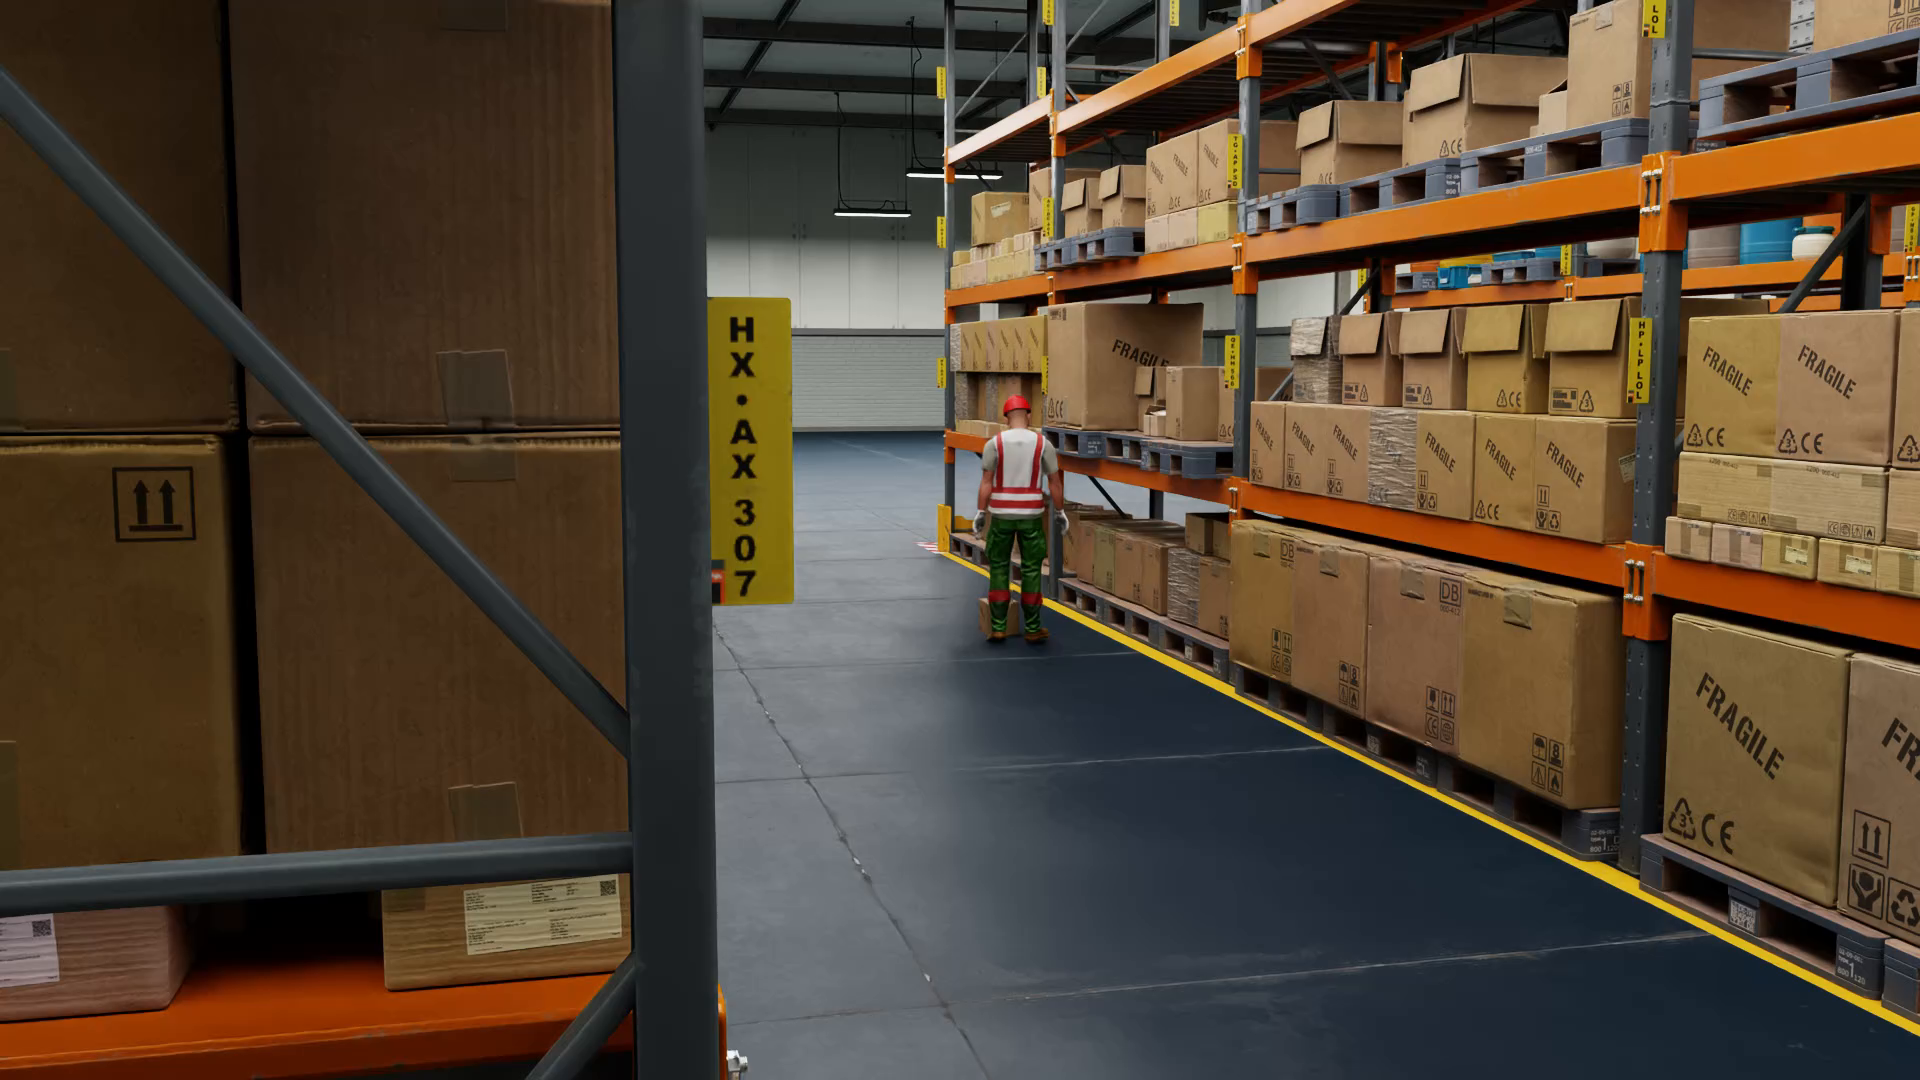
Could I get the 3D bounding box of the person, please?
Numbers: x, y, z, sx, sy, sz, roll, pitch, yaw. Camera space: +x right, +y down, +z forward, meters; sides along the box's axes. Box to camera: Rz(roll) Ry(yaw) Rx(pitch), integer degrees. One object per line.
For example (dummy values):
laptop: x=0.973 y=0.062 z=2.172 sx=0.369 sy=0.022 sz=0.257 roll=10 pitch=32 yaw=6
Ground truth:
person: x=0.440 y=-0.140 z=12.057 sx=0.691 sy=1.819 sz=0.398 roll=0 pitch=6 yaw=1
